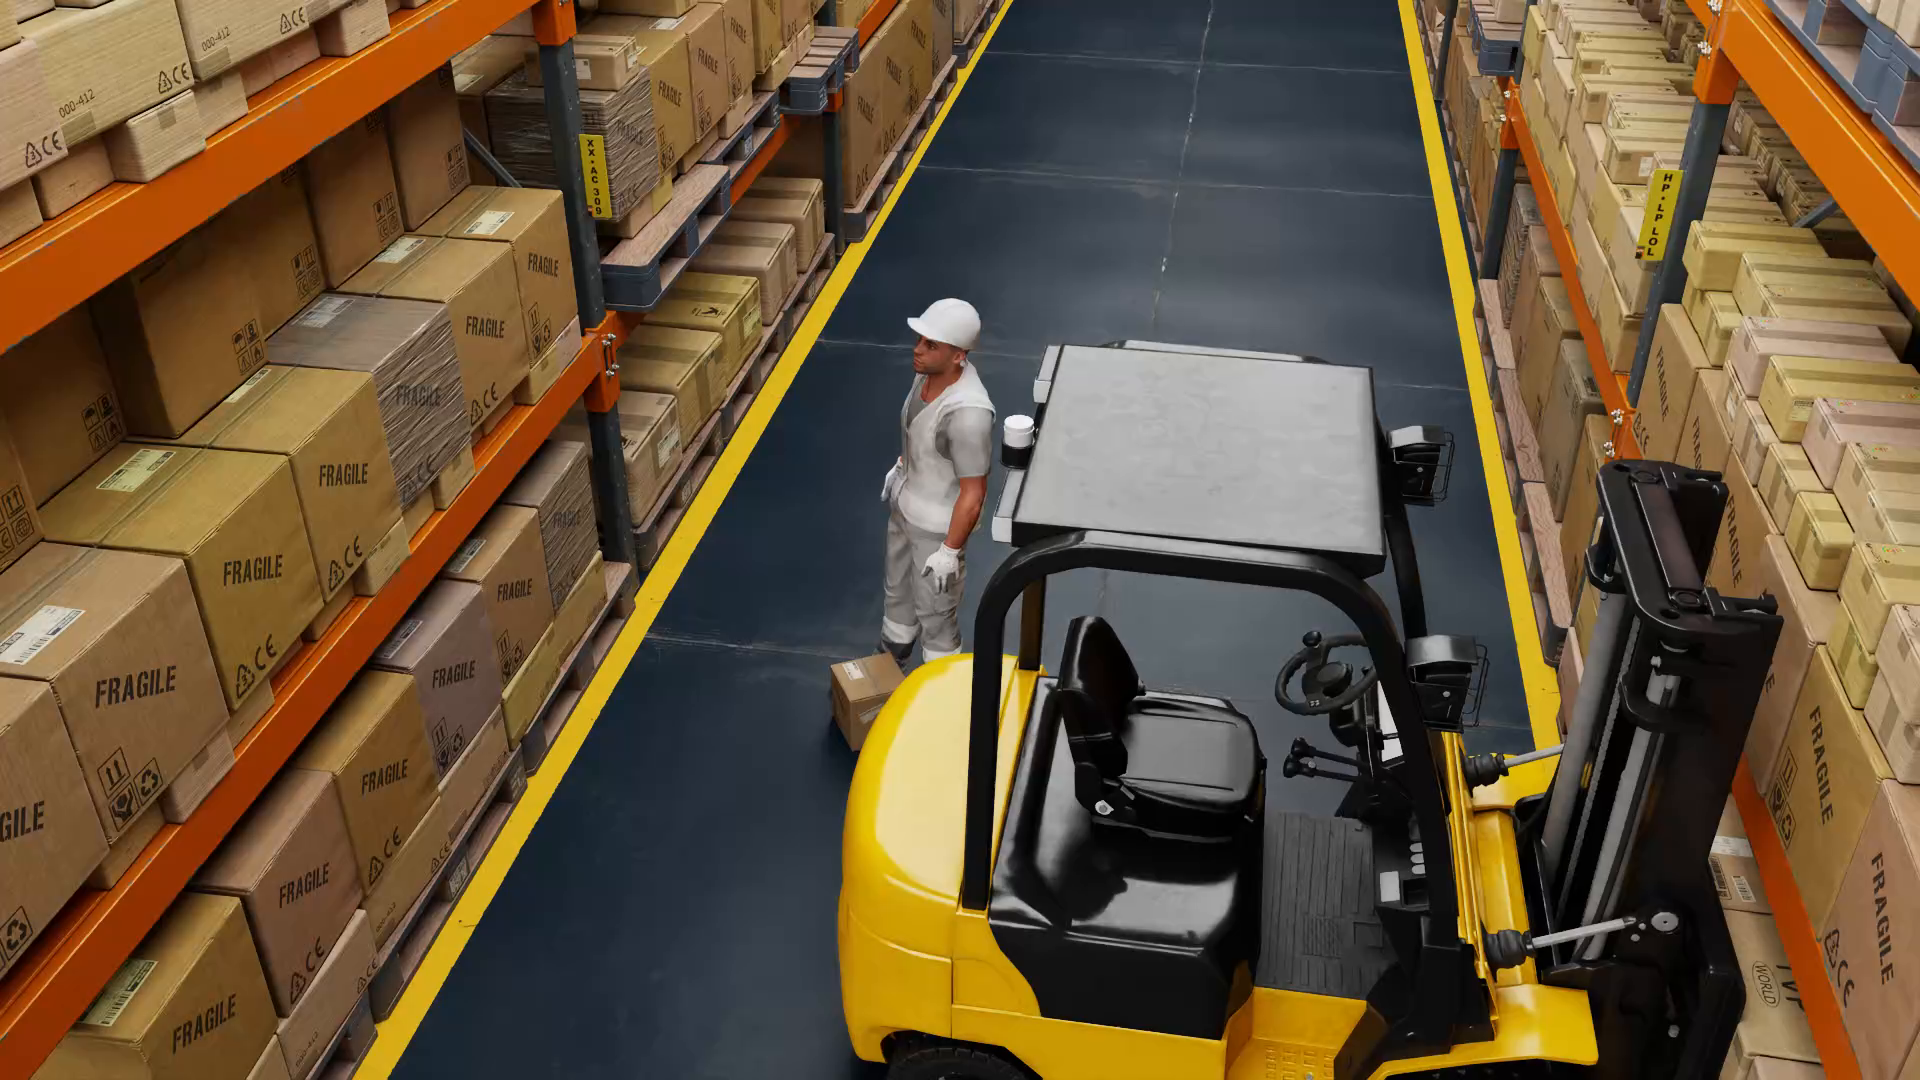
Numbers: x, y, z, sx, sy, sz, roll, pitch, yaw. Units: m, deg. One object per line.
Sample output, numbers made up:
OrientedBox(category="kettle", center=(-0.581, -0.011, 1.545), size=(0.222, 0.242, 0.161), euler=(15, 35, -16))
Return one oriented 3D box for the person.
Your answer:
OrientedBox(category="person", center=(-0.179, -0.075, 6.215), size=(0.565, 1.787, 0.638), euler=(-11, 34, -16))
